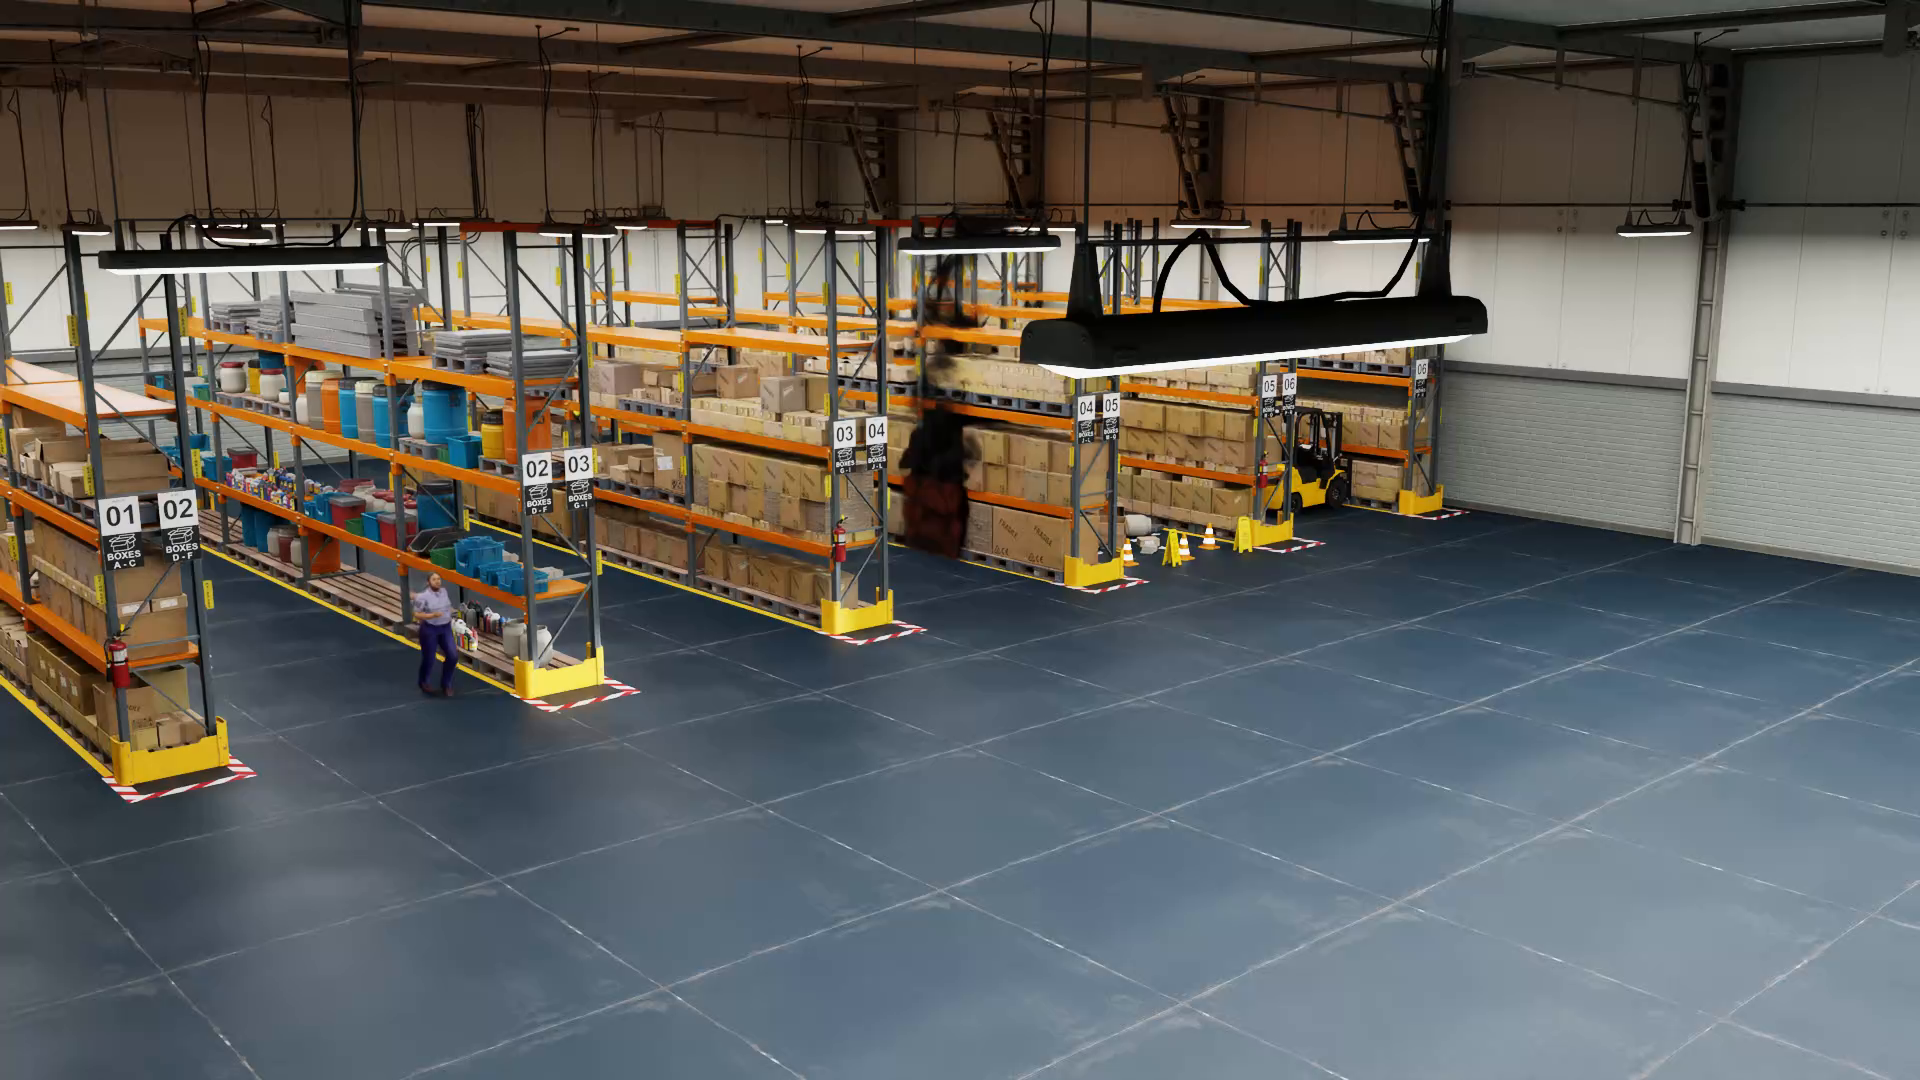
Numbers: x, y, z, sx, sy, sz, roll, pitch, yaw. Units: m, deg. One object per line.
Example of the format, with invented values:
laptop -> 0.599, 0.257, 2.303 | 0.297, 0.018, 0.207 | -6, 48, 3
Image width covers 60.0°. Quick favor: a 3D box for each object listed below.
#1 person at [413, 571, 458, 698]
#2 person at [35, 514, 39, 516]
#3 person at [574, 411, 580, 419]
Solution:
person -> -6.823, 1.242, 21.664 | 0.698, 1.709, 0.595 | 11, 16, 43
person -> -16.583, -0.525, 30.217 | 0.742, 1.762, 0.675 | 7, 13, 31
person -> -8.697, -2.084, 37.868 | 0.837, 1.740, 0.759 | 9, 15, 39
